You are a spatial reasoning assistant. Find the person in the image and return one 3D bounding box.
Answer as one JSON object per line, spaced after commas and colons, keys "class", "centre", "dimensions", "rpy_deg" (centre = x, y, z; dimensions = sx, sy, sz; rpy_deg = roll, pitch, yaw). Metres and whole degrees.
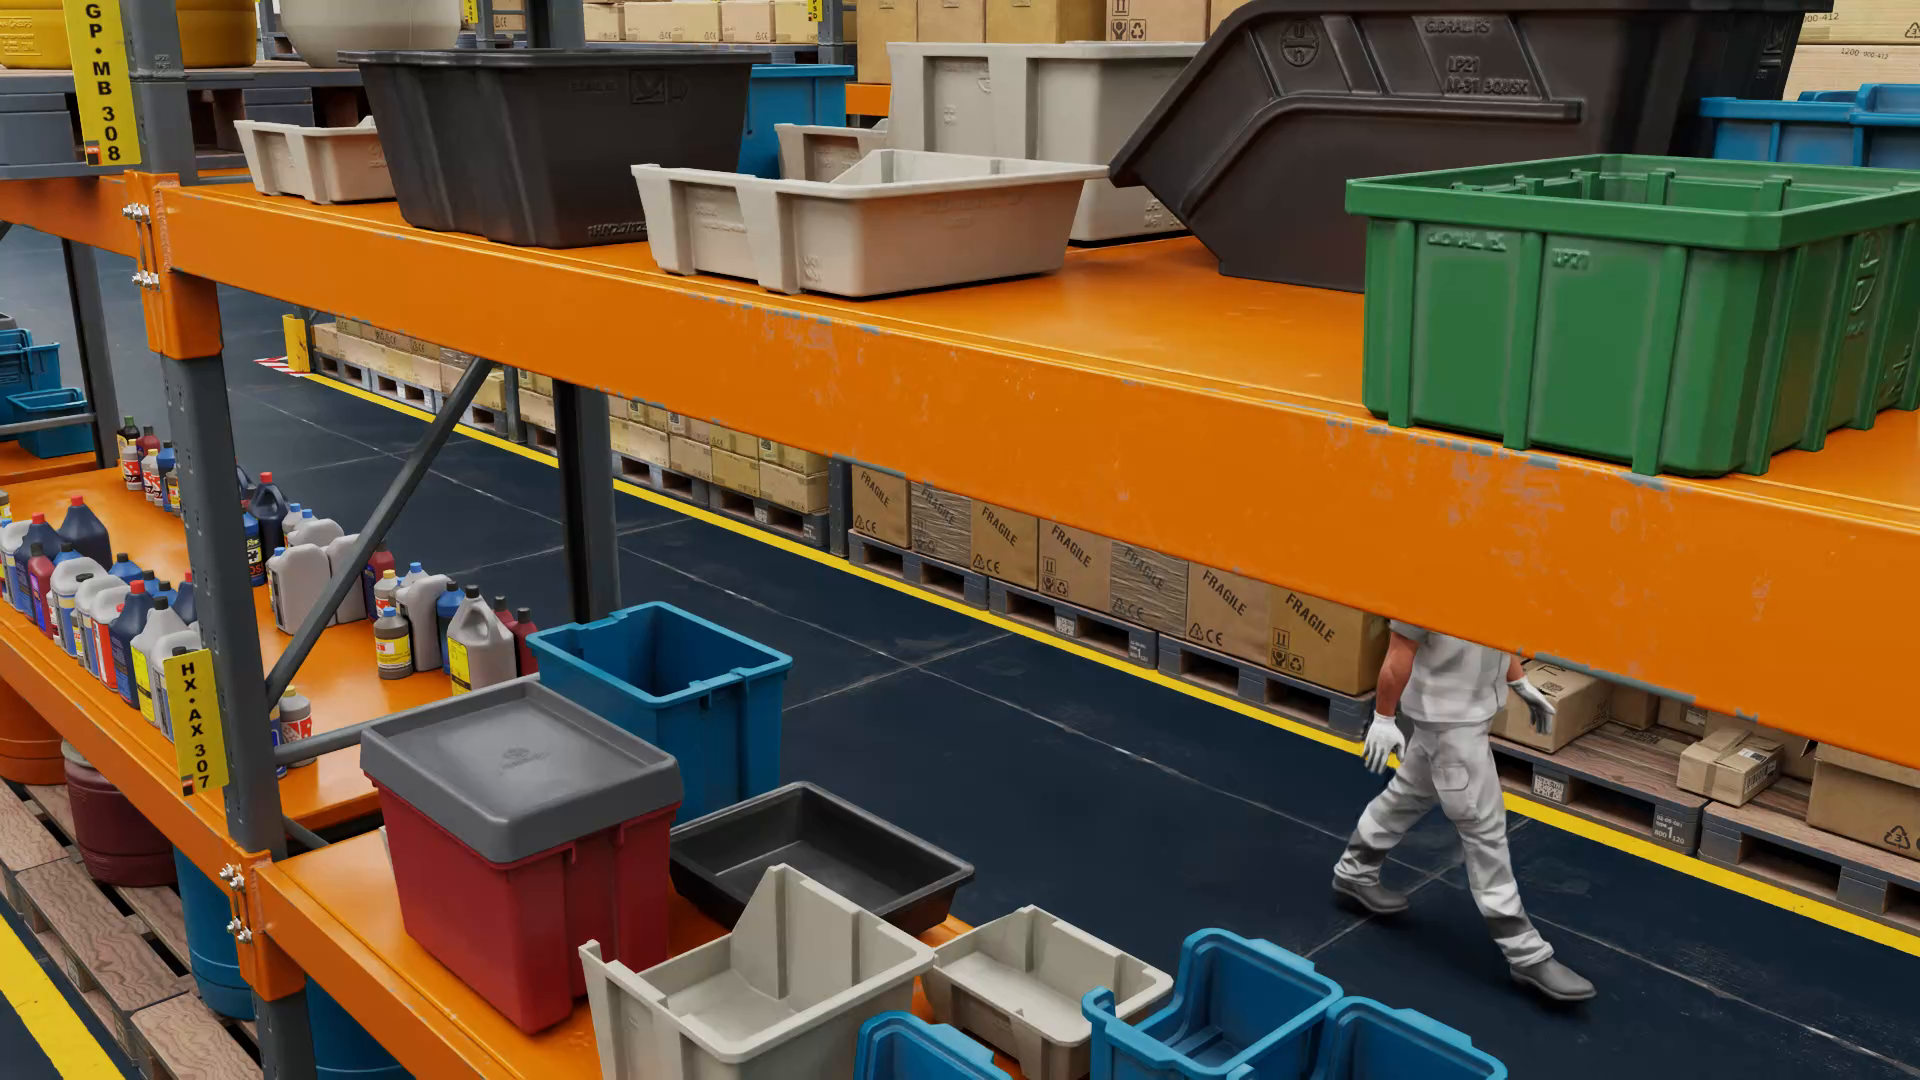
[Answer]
{"class": "person", "centre": [1.749, 0.578, 5.569], "dimensions": [1.020, 1.729, 0.607], "rpy_deg": [13, 21, 36]}
